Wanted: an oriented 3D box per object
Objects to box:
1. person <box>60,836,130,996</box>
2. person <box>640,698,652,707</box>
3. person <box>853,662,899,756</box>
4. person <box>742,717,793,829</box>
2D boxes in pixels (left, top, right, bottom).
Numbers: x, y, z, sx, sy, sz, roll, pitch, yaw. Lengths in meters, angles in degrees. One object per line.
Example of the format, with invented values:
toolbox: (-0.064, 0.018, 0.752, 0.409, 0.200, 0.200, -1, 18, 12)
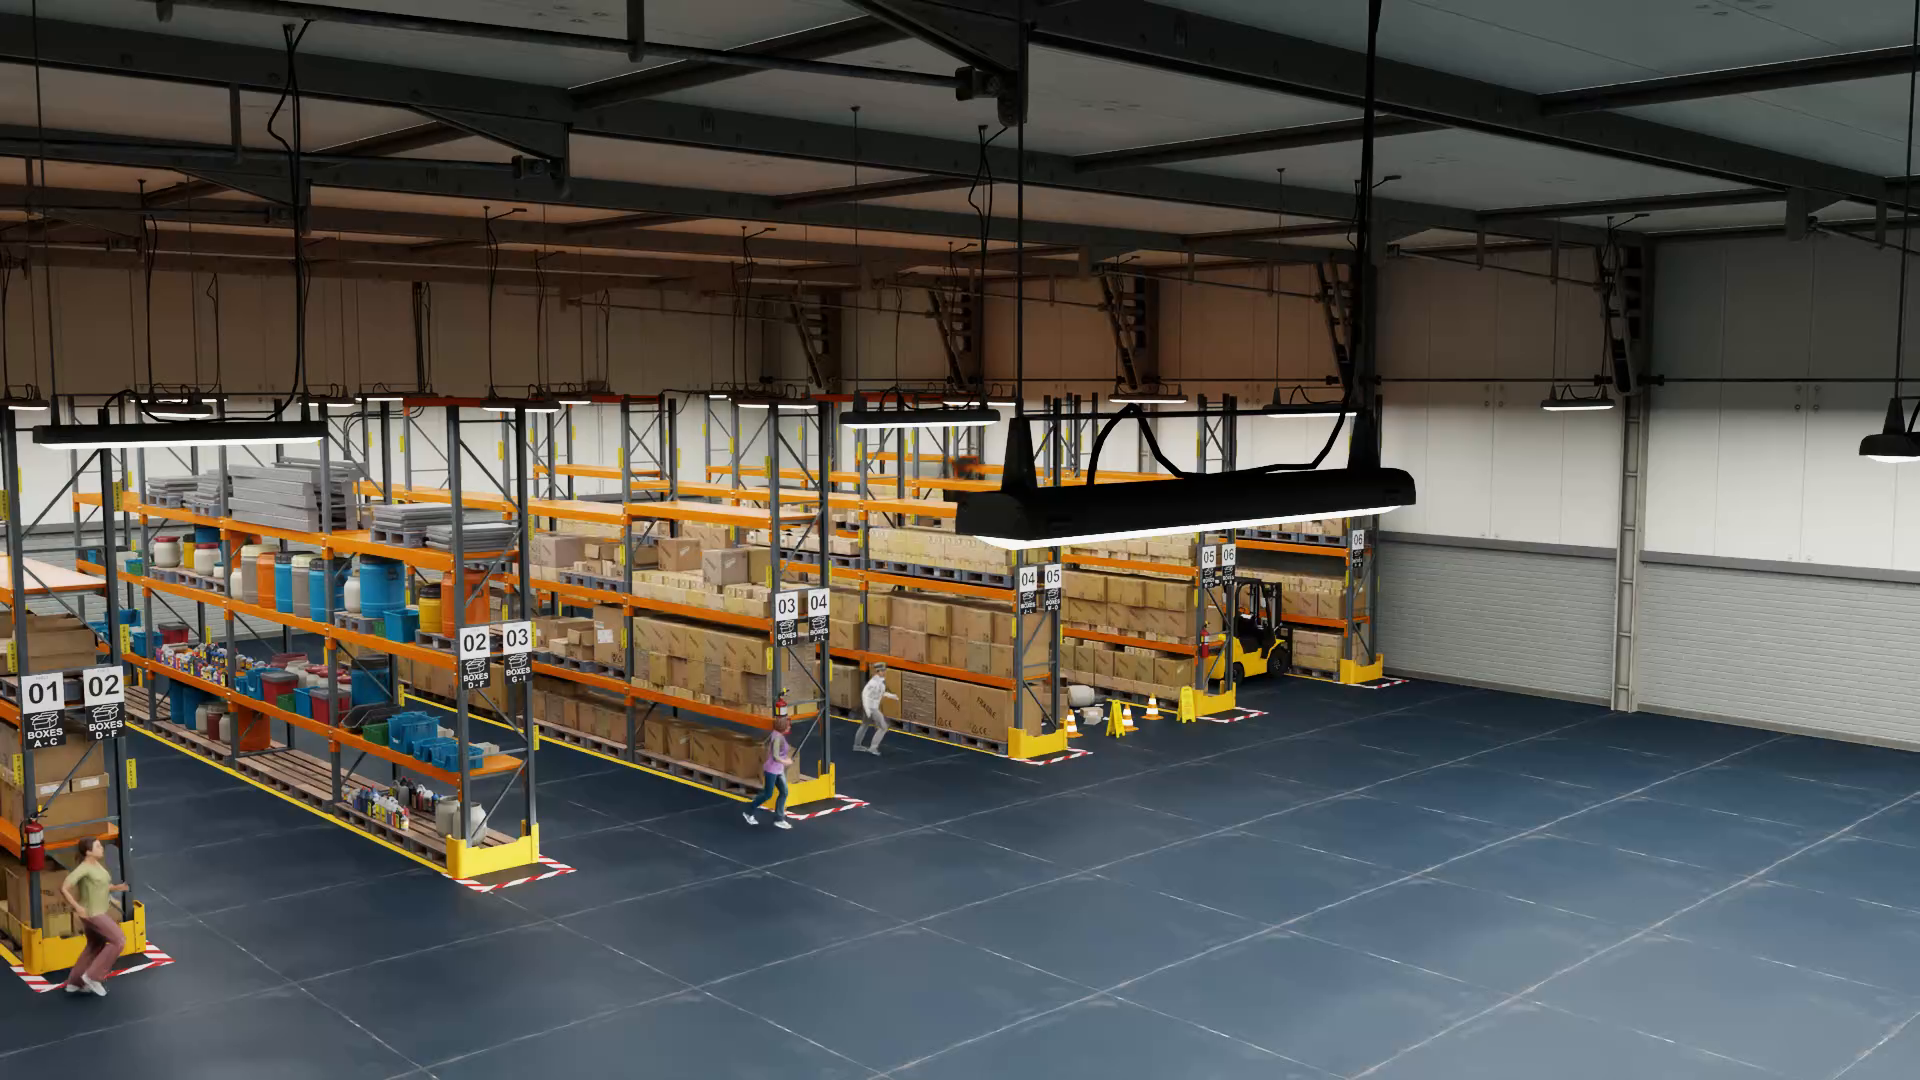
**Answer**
person: (-8.867, 3.849, 17.064, 0.655, 1.653, 0.567, -2, 6, -15)
person: (-5.972, 2.411, 31.633, 0.694, 1.774, 0.702, -4, 7, -38)
person: (-1.426, 2.851, 28.114, 0.780, 1.633, 0.610, 0, 6, -4)
person: (-2.721, 3.291, 23.483, 0.723, 1.576, 0.527, 1, 6, 7)
